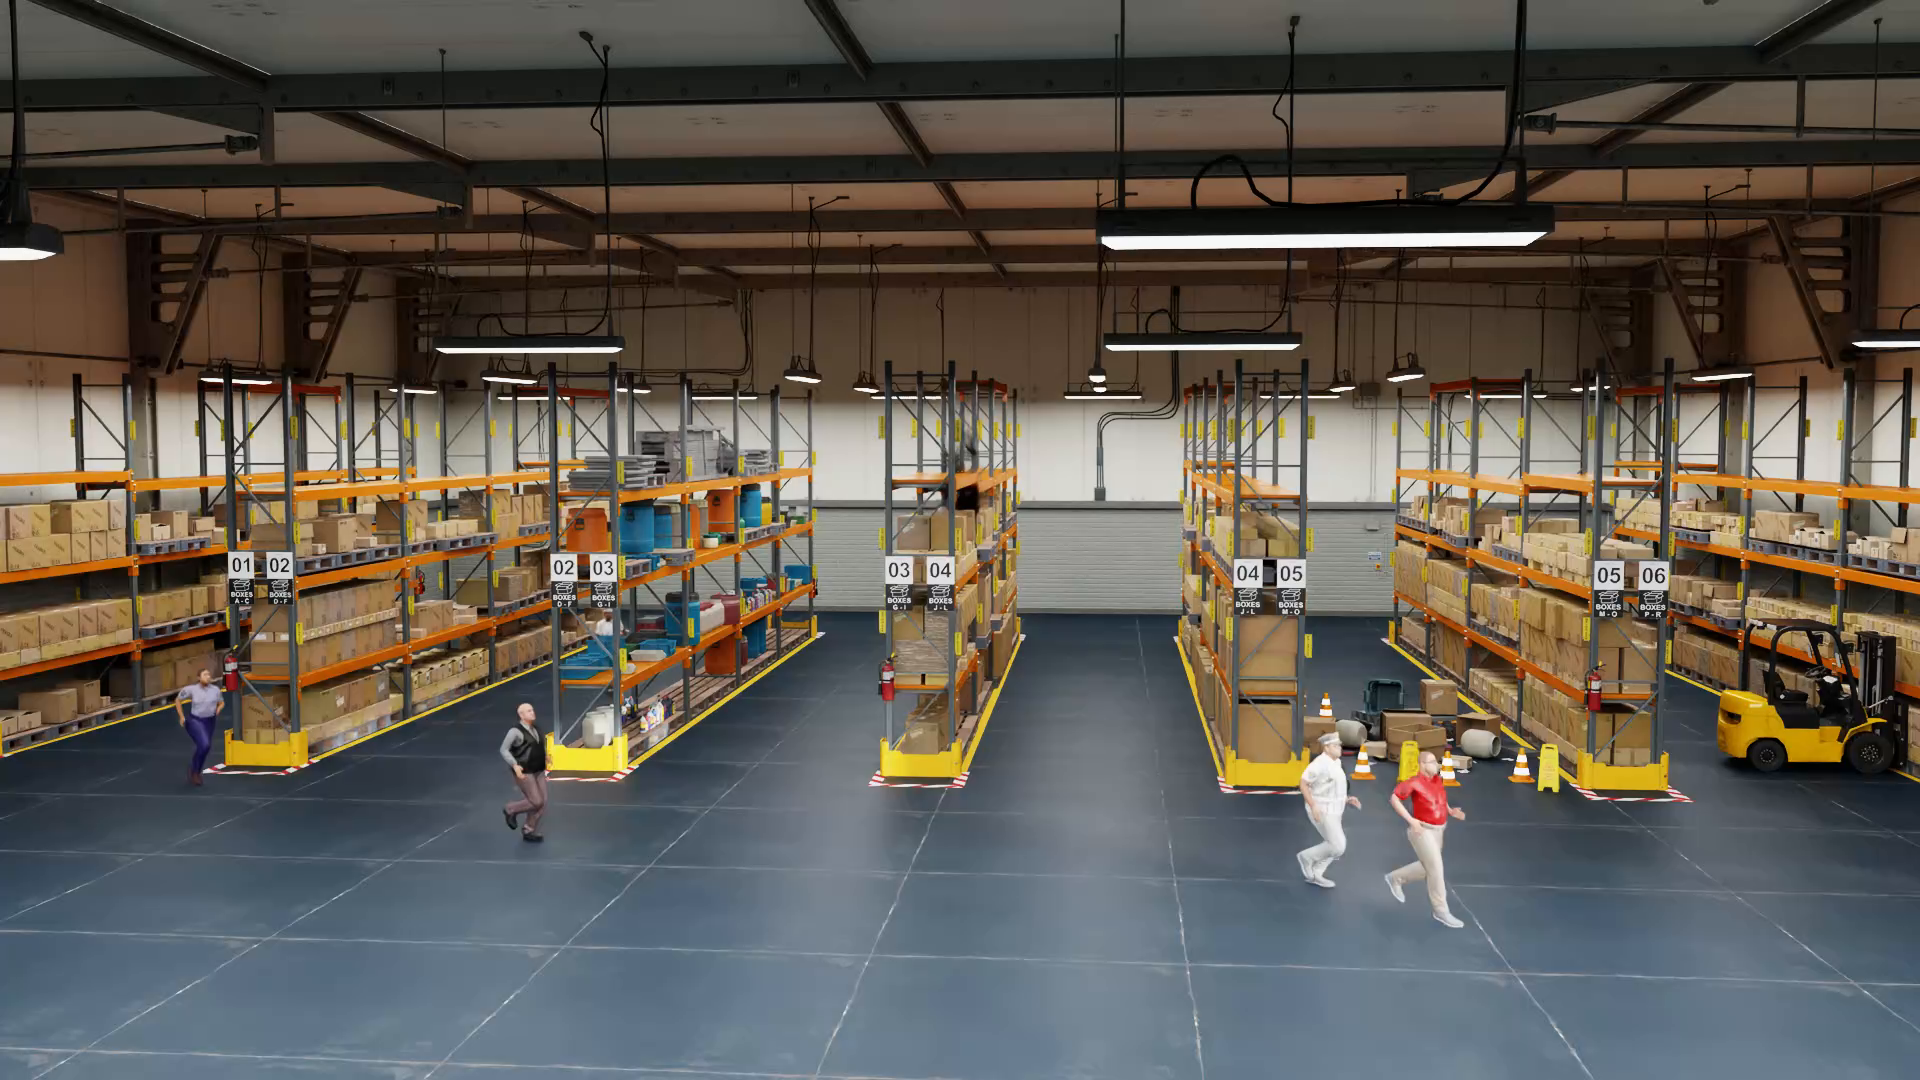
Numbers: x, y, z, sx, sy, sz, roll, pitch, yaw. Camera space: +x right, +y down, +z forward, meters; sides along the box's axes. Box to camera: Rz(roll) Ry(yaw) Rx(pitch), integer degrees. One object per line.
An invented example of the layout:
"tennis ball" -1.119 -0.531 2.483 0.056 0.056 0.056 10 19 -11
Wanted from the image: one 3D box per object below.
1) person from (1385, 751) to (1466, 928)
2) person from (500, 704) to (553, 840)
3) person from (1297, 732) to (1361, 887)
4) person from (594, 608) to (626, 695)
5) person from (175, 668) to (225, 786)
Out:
"person" 4.767 3.036 17.049 0.927 1.723 0.664 4 5 44
"person" -5.272 2.834 20.317 0.583 1.676 0.658 2 4 27
"person" 4.044 2.947 18.171 0.632 1.720 0.651 3 5 37
"person" -6.684 2.099 31.608 0.536 1.721 0.697 0 4 0
"person" -10.744 2.627 23.637 0.643 1.622 0.591 3 5 37
